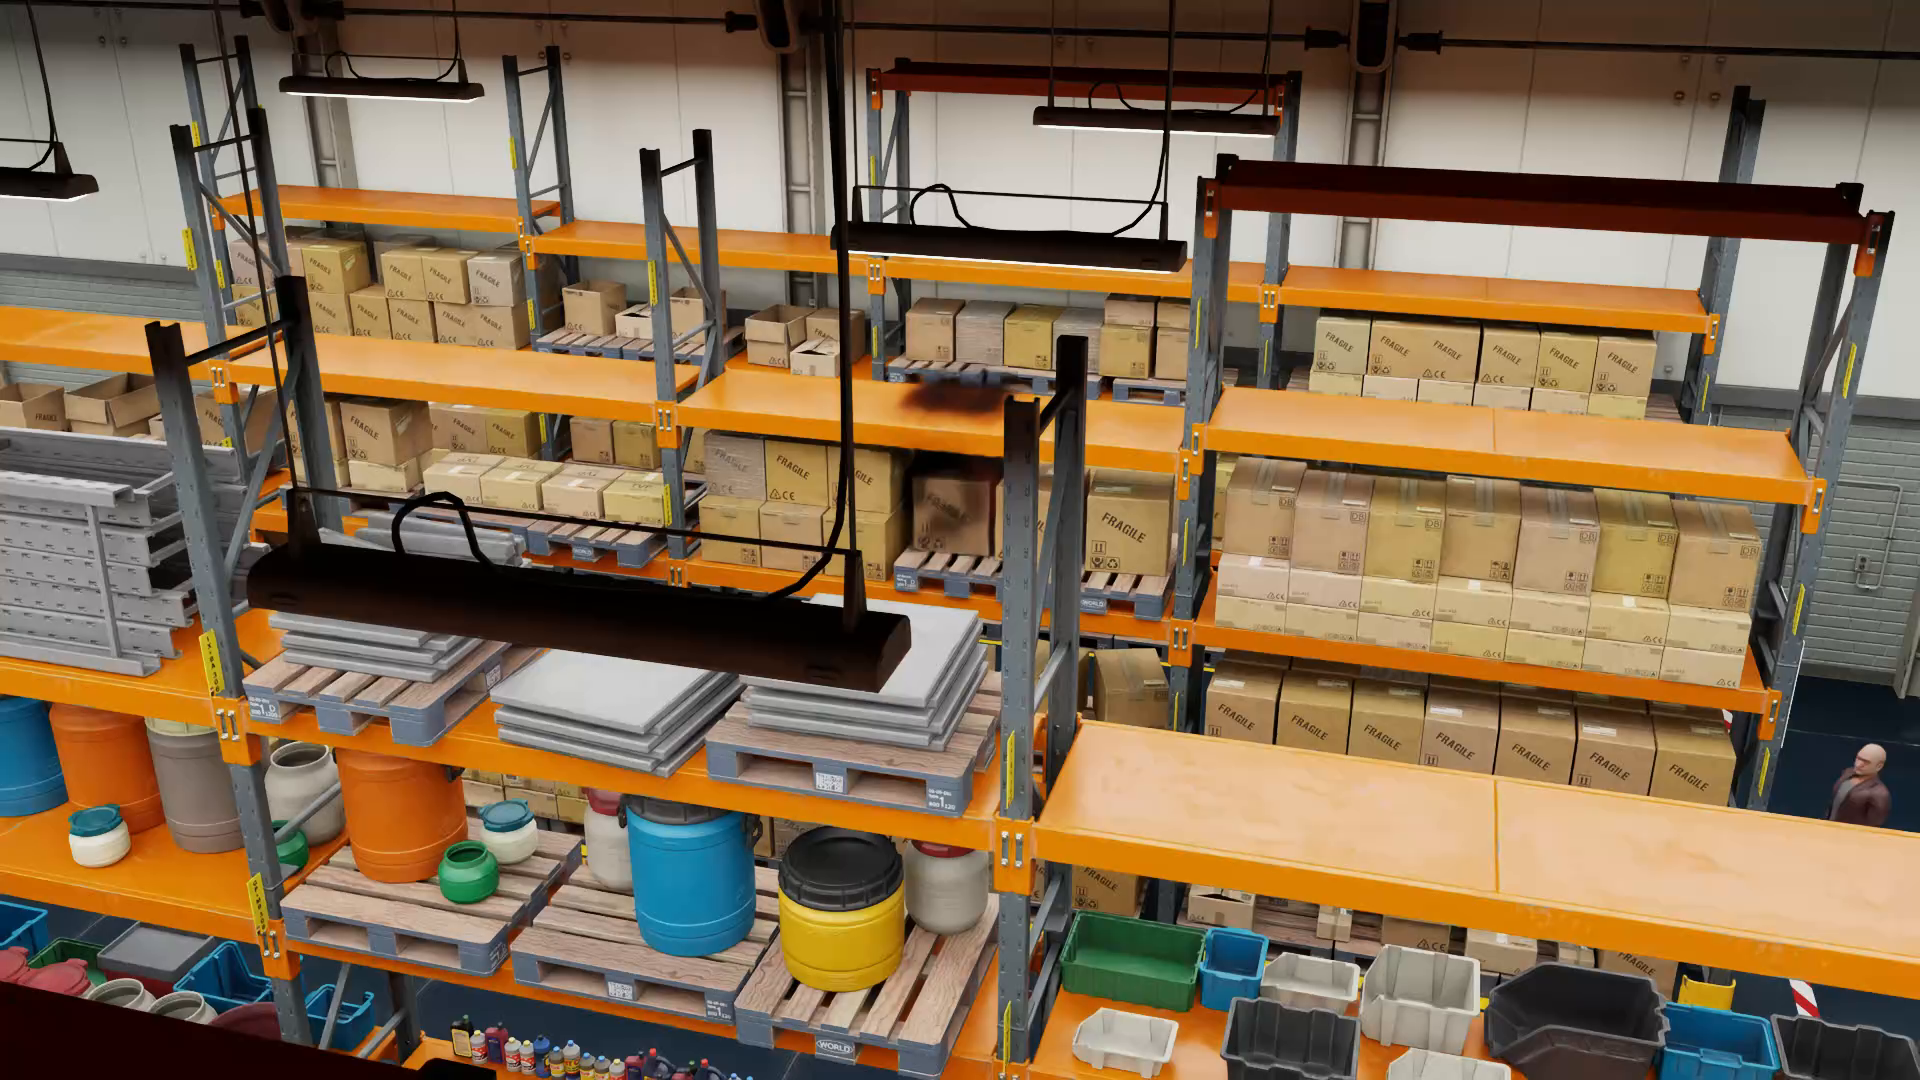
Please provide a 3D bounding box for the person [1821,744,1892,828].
[{"bbox_3d":[6.755,2.359,12.784,0.500,1.777,0.592,8,24,18],"label":"person"}]
